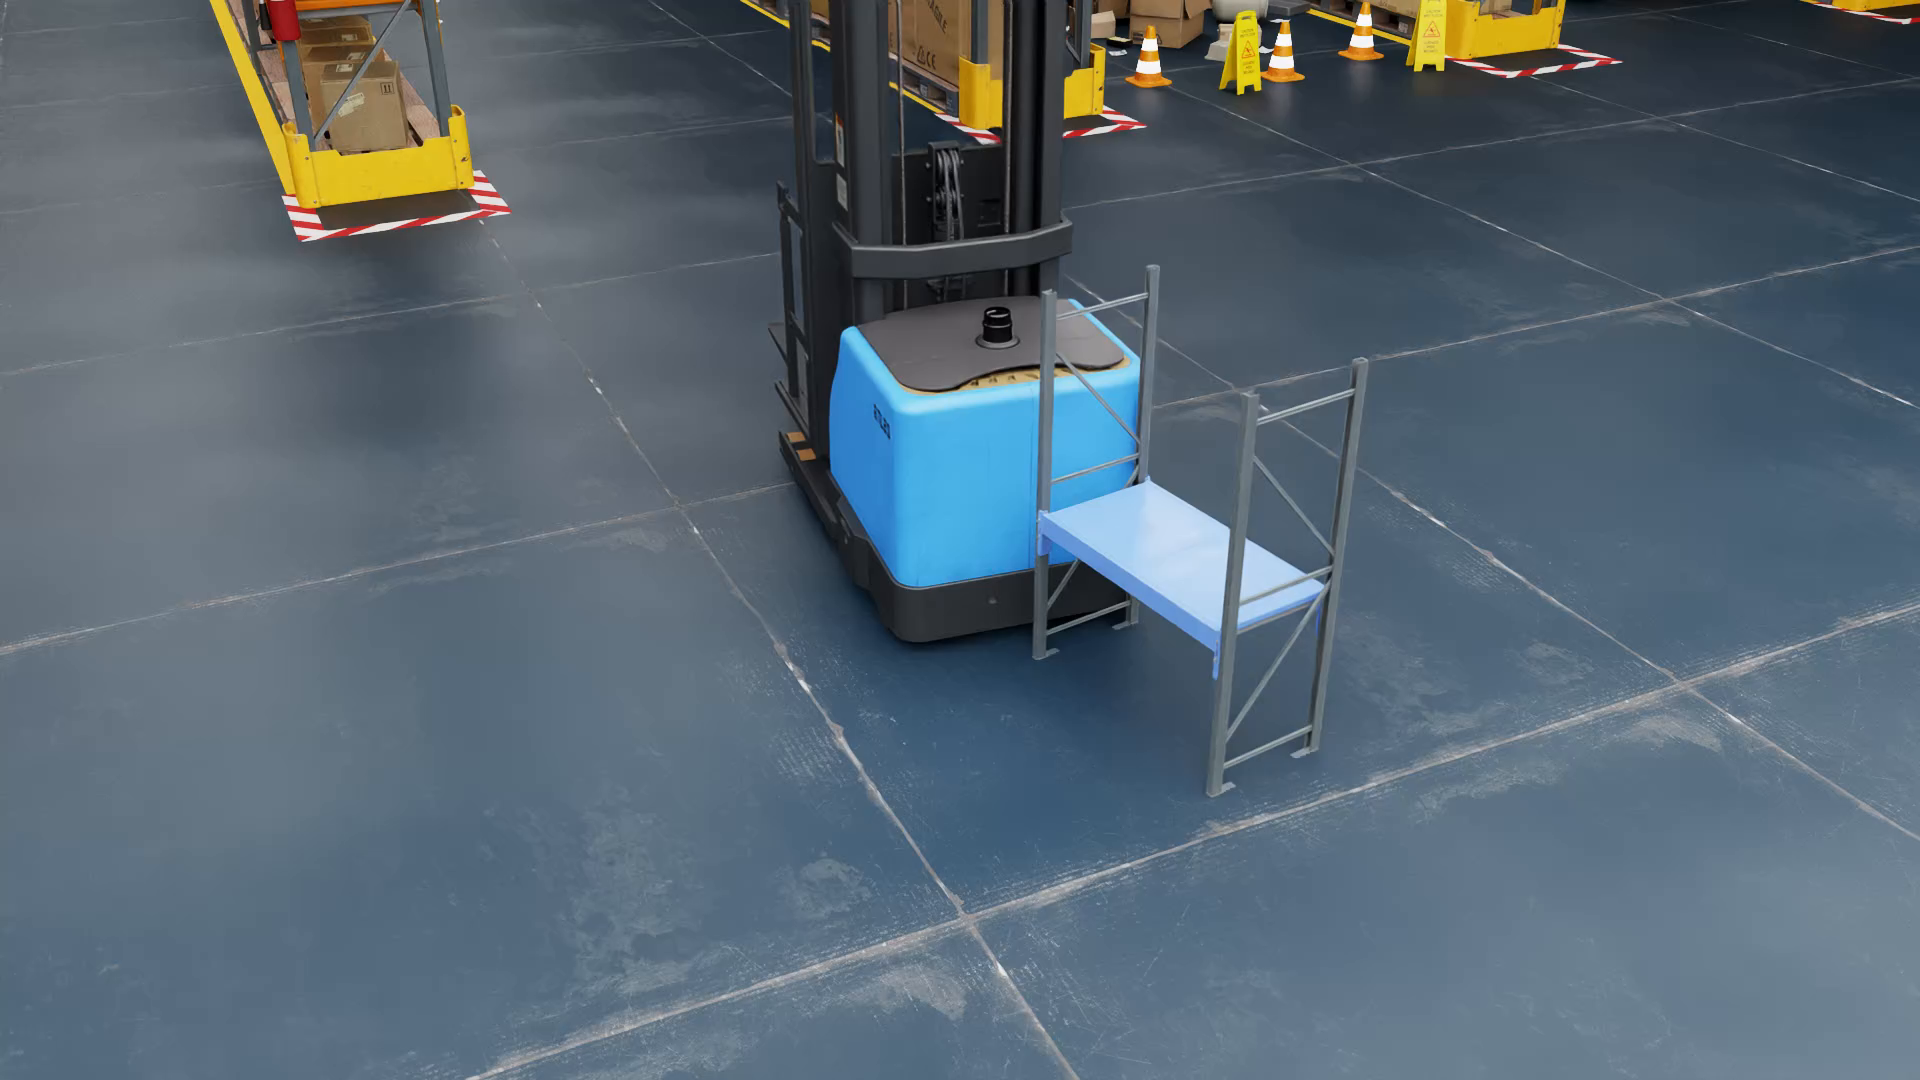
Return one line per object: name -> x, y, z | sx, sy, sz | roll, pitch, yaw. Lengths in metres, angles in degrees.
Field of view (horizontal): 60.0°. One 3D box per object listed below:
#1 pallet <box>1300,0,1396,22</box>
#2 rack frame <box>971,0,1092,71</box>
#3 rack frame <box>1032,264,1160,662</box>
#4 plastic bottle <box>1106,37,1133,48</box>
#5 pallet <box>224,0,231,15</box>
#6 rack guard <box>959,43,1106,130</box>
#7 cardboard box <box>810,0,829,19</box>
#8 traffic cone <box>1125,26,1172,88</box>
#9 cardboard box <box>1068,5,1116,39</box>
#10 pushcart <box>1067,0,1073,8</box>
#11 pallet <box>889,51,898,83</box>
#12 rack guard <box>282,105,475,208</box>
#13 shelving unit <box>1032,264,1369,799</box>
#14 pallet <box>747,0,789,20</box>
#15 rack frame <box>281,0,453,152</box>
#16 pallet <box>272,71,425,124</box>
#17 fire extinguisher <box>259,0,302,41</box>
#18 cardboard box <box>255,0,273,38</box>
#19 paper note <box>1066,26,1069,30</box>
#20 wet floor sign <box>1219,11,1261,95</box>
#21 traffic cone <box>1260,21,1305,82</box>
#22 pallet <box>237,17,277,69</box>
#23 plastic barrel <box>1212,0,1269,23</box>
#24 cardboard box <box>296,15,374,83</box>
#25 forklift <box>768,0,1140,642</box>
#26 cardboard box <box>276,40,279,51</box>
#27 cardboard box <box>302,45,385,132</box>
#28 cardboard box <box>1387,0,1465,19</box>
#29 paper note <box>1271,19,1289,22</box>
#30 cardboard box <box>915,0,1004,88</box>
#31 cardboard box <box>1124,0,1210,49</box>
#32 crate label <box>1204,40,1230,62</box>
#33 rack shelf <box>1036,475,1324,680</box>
pallet -> 4.118, -5.508, 16.857 | 1.003, 0.211, 1.213 | -13, 32, -22
rack frame -> 0.560, -4.702, 12.569 | 1.000, 3.000, 0.127 | -13, 32, -22
rack frame -> 0.496, -0.259, 6.178 | 0.500, 1.500, 0.032 | -18, 34, -29
plastic bottle -> 1.454, -4.622, 15.430 | 0.283, 0.061, 0.133 | 26, 38, 38
pallet -> -7.063, -5.678, 17.159 | 1.003, 0.211, 1.213 | -13, 32, -22
rack guard -> 0.571, -3.601, 13.162 | 1.175, 0.500, 0.348 | -13, 32, -22
cardboard box -> -0.950, -5.433, 15.615 | 0.875, 0.875, 0.875 | -13, 32, -21
traffic cone -> 1.615, -4.129, 14.140 | 0.336, 0.463, 0.334 | -13, 32, -22
cardboard box -> 1.245, -4.904, 15.724 | 0.396, 0.266, 0.258 | -8, 30, -13
pushcart -> 1.233, -5.909, 17.401 | 0.936, 0.377, 1.648 | 26, 38, 38
pallet -> -0.373, -4.361, 14.811 | 1.003, 0.211, 1.213 | -13, 32, -22
rack guard -> -3.995, -2.649, 11.463 | 1.175, 0.500, 0.348 | -13, 32, -22
shelving unit -> 0.777, -0.052, 5.809 | 0.538, 1.500, 1.048 | -18, 34, -29
pallet -> -1.556, -5.578, 16.982 | 1.003, 0.211, 1.213 | -13, 32, -22
rack frame -> -3.963, -3.706, 10.791 | 1.000, 3.000, 0.127 | -13, 32, -22
pallet -> -4.832, -3.427, 13.146 | 1.003, 0.211, 1.213 | -13, 32, -22
fire extinguisher -> -4.330, -3.525, 10.548 | 0.296, 0.674, 0.183 | -13, 32, -22
cardboard box -> -5.924, -4.850, 14.938 | 0.700, 0.500, 0.500 | -16, 33, -26
paper note -> 1.079, -4.955, 16.064 | 0.172, 0.023, 0.155 | -3, 29, -5
wet floor sign -> 2.361, -4.078, 13.864 | 0.267, 0.644, 0.232 | -19, 35, -30
traffic cone -> 2.781, -4.216, 14.295 | 0.336, 0.463, 0.334 | -13, 32, -22
pallet -> -6.015, -4.600, 15.237 | 1.003, 0.211, 1.213 | -13, 32, -22
plastic barrel -> 2.734, -5.257, 16.193 | 0.512, 0.421, 0.421 | 7, 30, 13
cardboard box -> -4.954, -3.871, 13.213 | 0.500, 0.500, 0.500 | -16, 33, -26
forklift -> -0.215, -1.590, 7.089 | 1.130, 2.935, 3.031 | -9, 31, -16
cardboard box -> -5.544, -4.380, 14.121 | 0.500, 0.500, 0.500 | -14, 32, -23
cardboard box -> -4.503, -3.335, 12.256 | 0.500, 0.500, 0.500 | -5, 30, -9
cardboard box -> 4.387, -5.081, 15.627 | 0.500, 0.250, 0.500 | -13, 32, -22
paper note -> 3.143, -5.097, 16.309 | 0.148, 0.019, 0.142 | 26, 38, 38
cardboard box -> 0.210, -4.244, 13.495 | 0.875, 0.875, 0.875 | -13, 32, -22
cardboard box -> 1.947, -4.942, 15.548 | 0.637, 0.503, 0.797 | 13, 32, 21
crate label -> 2.388, -4.408, 14.971 | 0.298, 0.136, 0.250 | 19, 34, 30
rack shelf -> 0.777, 0.105, 5.897 | 0.538, 0.185, 1.000 | -18, 34, -29
